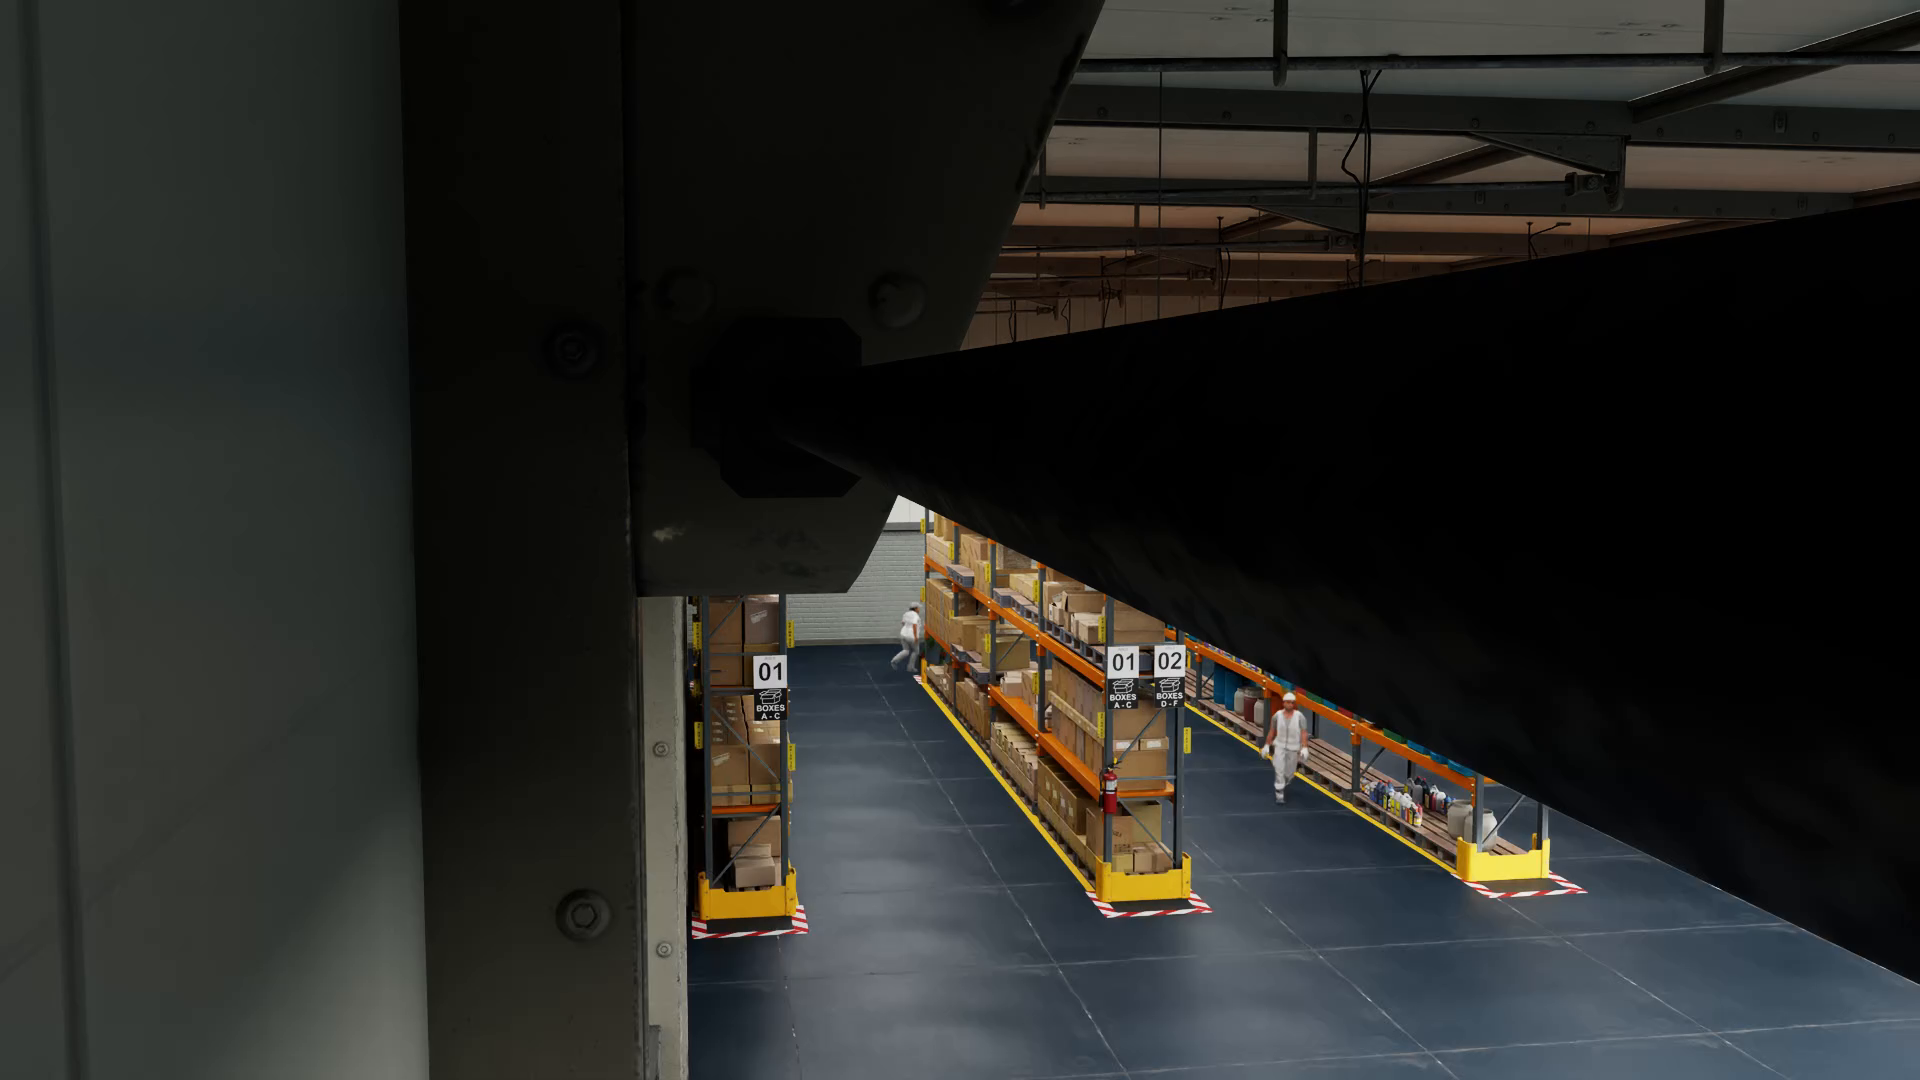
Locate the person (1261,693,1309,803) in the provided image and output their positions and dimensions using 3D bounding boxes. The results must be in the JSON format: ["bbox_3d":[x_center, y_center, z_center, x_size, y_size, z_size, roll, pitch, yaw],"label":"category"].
[{"bbox_3d":[5.044,3.197,25.781,0.720,1.718,0.749,1,5,14],"label":"person"}]

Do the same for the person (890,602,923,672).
[{"bbox_3d":[-1.174,2.220,37.686,0.722,1.637,0.616,-4,7,-41],"label":"person"}]

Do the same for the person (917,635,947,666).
[{"bbox_3d":[-0.552,2.097,37.981,0.861,1.841,0.650,2,5,22],"label":"person"}]
